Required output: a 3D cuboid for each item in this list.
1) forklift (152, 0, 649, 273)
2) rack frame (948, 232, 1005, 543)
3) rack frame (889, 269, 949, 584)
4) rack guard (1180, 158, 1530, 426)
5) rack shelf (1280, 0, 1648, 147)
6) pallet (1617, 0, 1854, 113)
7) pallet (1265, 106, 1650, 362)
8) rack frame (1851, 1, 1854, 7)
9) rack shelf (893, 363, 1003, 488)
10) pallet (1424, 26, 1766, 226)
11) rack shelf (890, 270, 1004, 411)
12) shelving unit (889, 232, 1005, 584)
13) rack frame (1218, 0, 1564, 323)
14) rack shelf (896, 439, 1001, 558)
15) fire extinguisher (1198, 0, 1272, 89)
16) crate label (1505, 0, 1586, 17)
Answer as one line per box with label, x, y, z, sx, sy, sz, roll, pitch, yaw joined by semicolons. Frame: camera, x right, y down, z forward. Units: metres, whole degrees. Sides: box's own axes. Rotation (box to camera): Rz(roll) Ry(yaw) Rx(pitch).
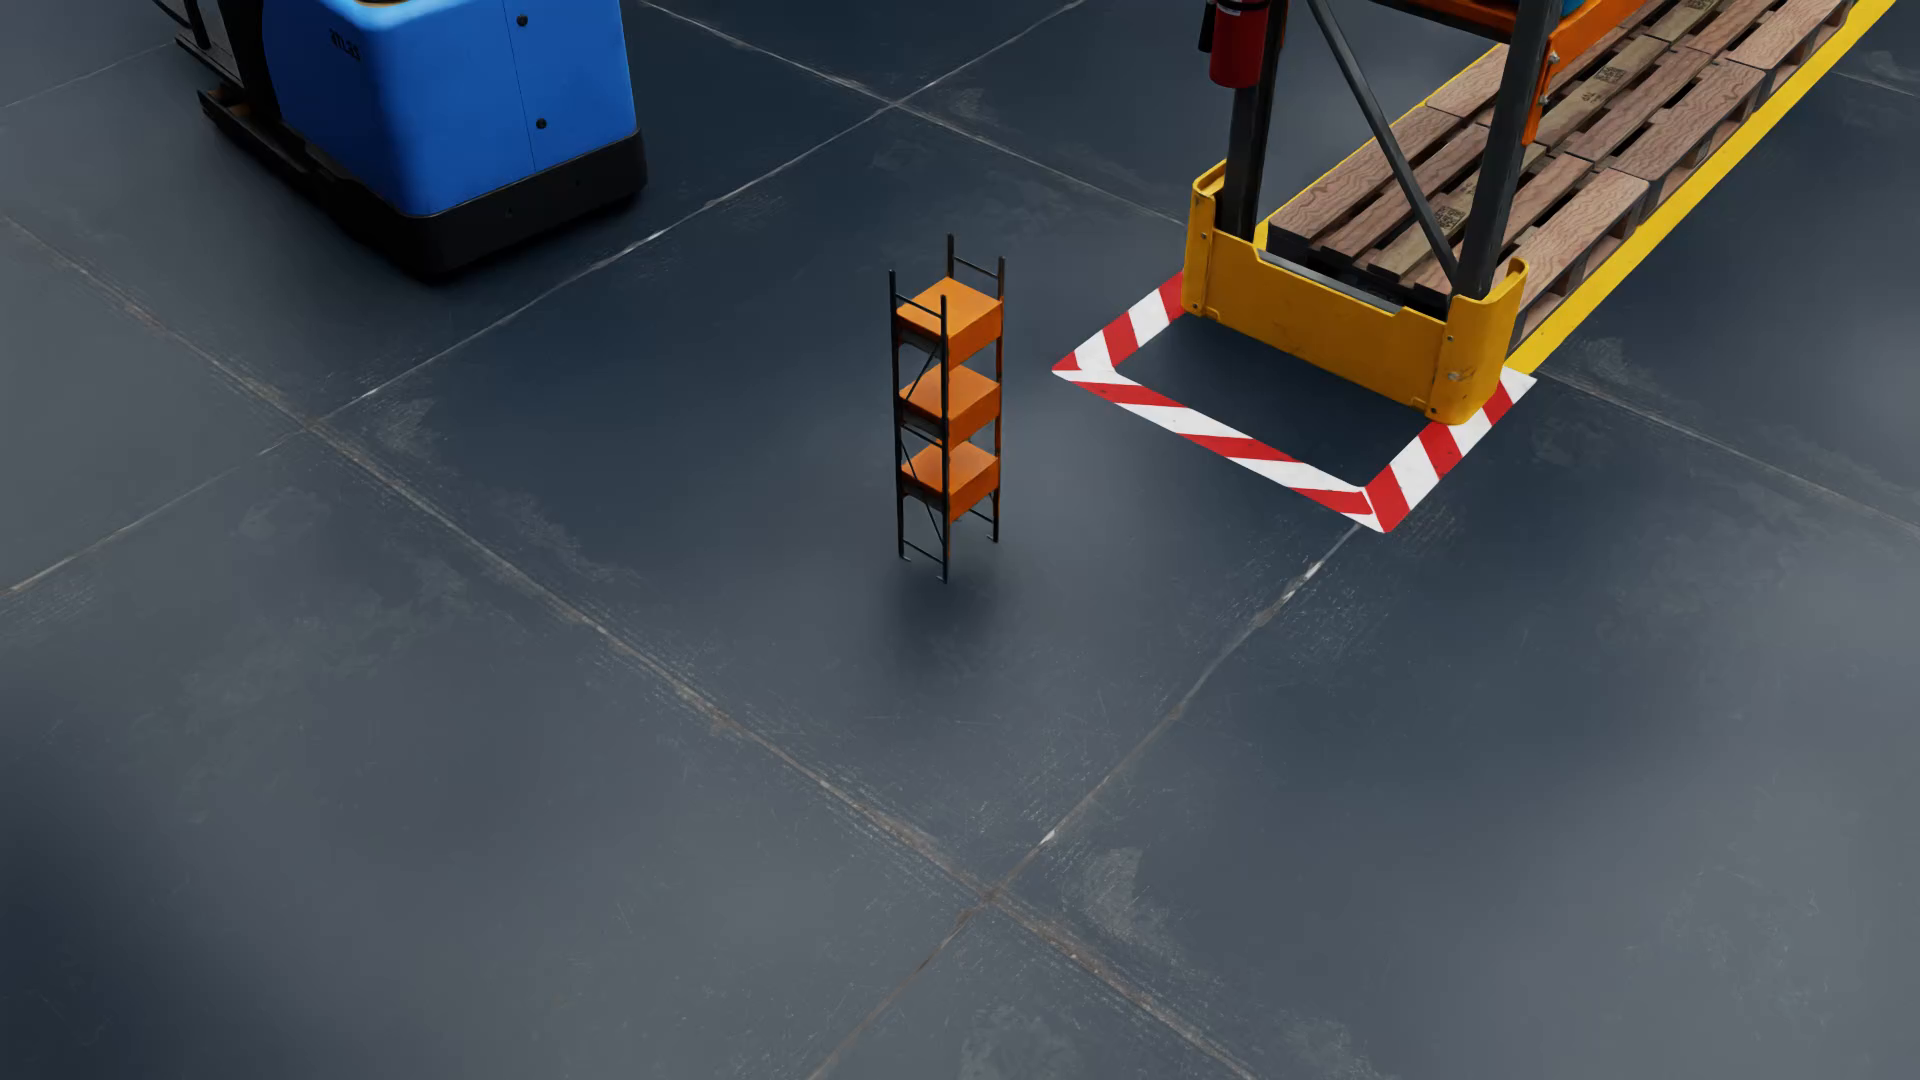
forklift;-2.635;-2.989;6.358;1.130;2.935;3.031;-32;51;-30
rack frame;0.044;-0.424;4.936;0.200;1.050;0.008;29;50;28
rack frame;-0.113;-0.298;4.797;0.200;1.050;0.008;29;50;28
rack guard;1.355;-0.898;5.866;1.175;0.500;0.348;29;50;28
rack shelf;2.647;-2.605;6.420;1.077;0.370;4.000;29;50;28
pallet;3.491;-2.474;7.814;1.003;0.211;1.213;29;50;28
pallet;1.921;-1.217;6.432;1.003;0.211;1.213;29;50;28
rack frame;3.935;-3.901;7.310;1.000;3.000;0.127;29;50;28
rack shelf;-0.034;-0.353;4.874;0.215;0.259;0.240;29;50;28
pallet;2.706;-1.843;7.120;1.003;0.211;1.213;29;50;28
rack shelf;-0.034;-0.563;4.683;0.215;0.259;0.240;29;50;28
shelving unit;-0.034;-0.361;4.867;0.215;1.050;0.252;29;50;28
rack frame;1.360;-1.841;5.045;1.000;3.000;0.127;29;50;28
rack shelf;-0.034;-0.147;5.061;0.215;0.259;0.240;29;50;28
fire extinguisher;0.915;-1.794;5.328;0.296;0.674;0.183;29;50;28
crate label;1.771;-1.786;5.064;0.416;0.233;0.303;29;50;28
